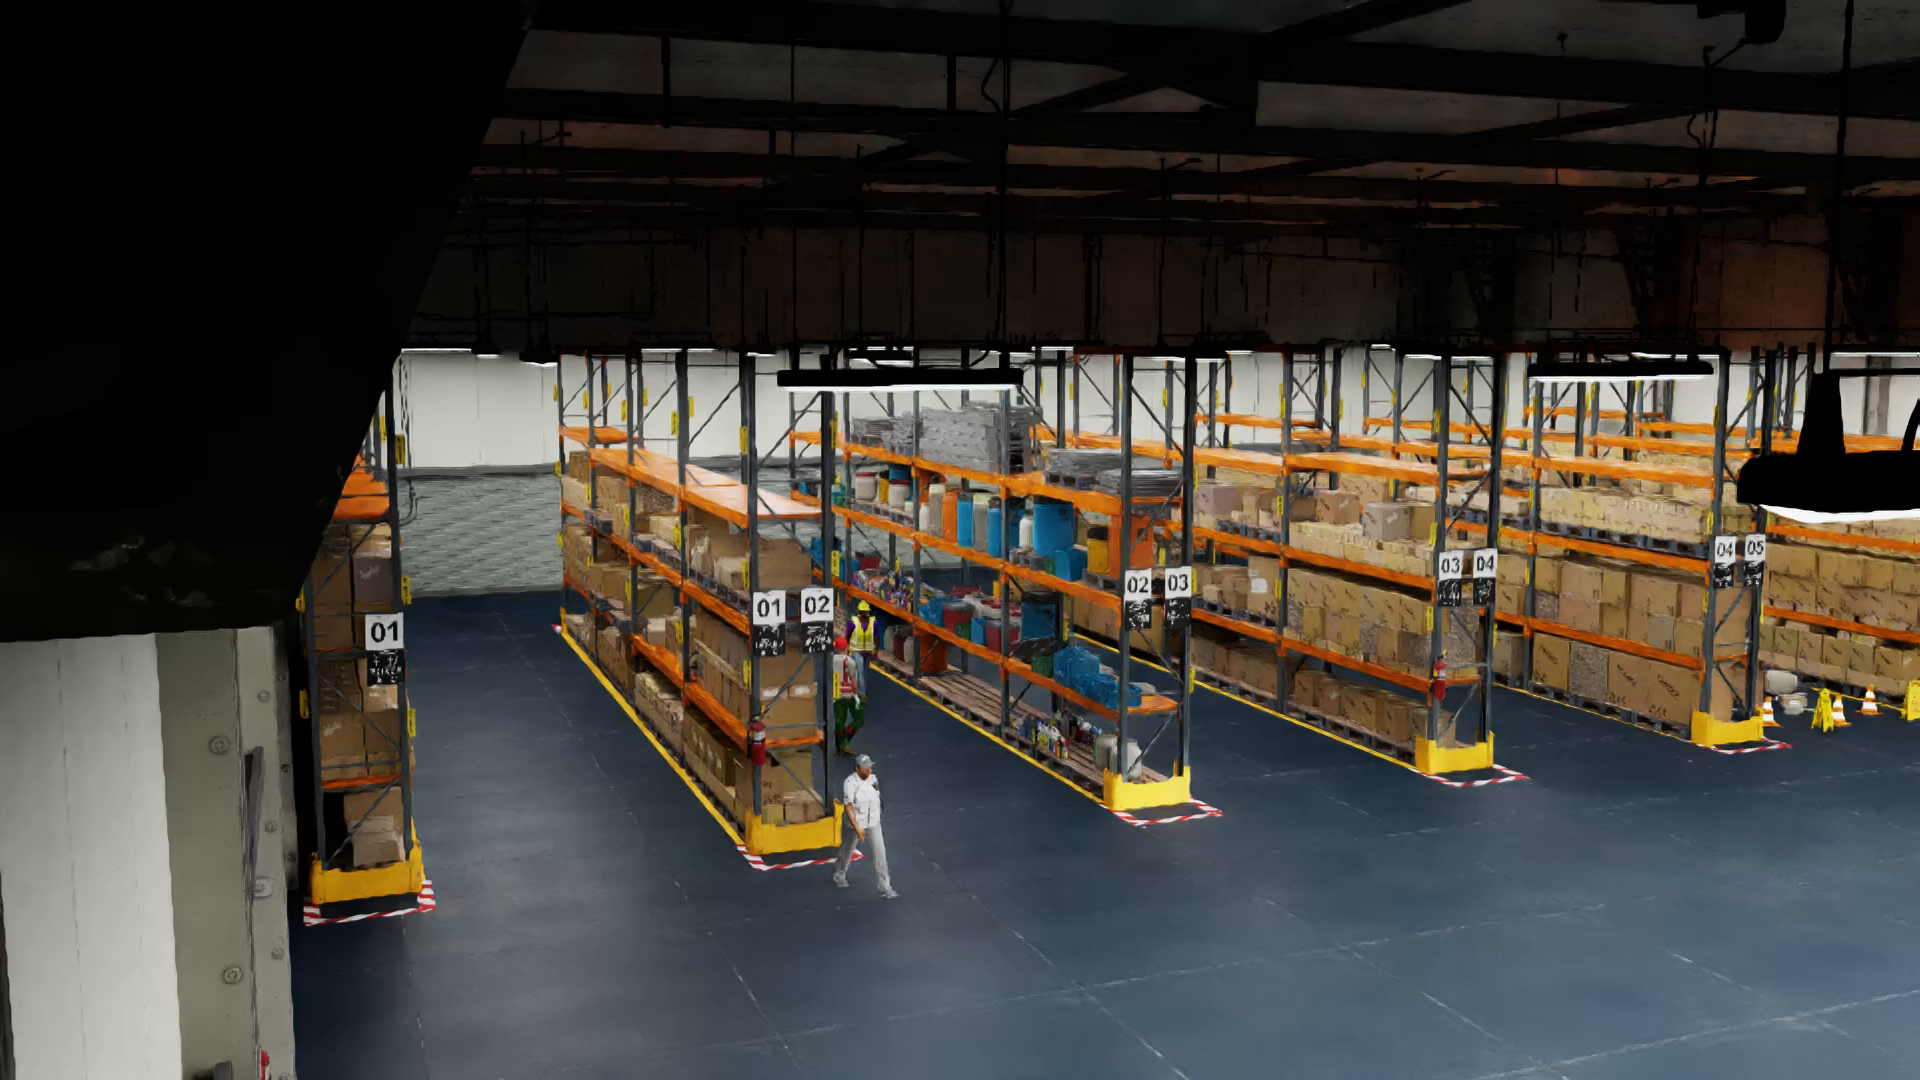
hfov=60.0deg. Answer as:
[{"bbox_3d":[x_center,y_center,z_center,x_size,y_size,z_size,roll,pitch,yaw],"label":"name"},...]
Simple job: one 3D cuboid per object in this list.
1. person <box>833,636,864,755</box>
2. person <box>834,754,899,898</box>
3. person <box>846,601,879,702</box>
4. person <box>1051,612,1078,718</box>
[{"bbox_3d":[-1.717,2.316,24.685,0.592,1.787,0.440,6,9,39],"label":"person"},{"bbox_3d":[-1.095,3.170,18.623,0.491,1.598,1.000,-4,8,-29],"label":"person"},{"bbox_3d":[-1.650,1.869,28.499,0.575,1.689,1.128,-3,8,-23],"label":"person"},{"bbox_3d":[1.705,2.021,27.120,0.463,1.731,0.598,-7,10,-44],"label":"person"}]
